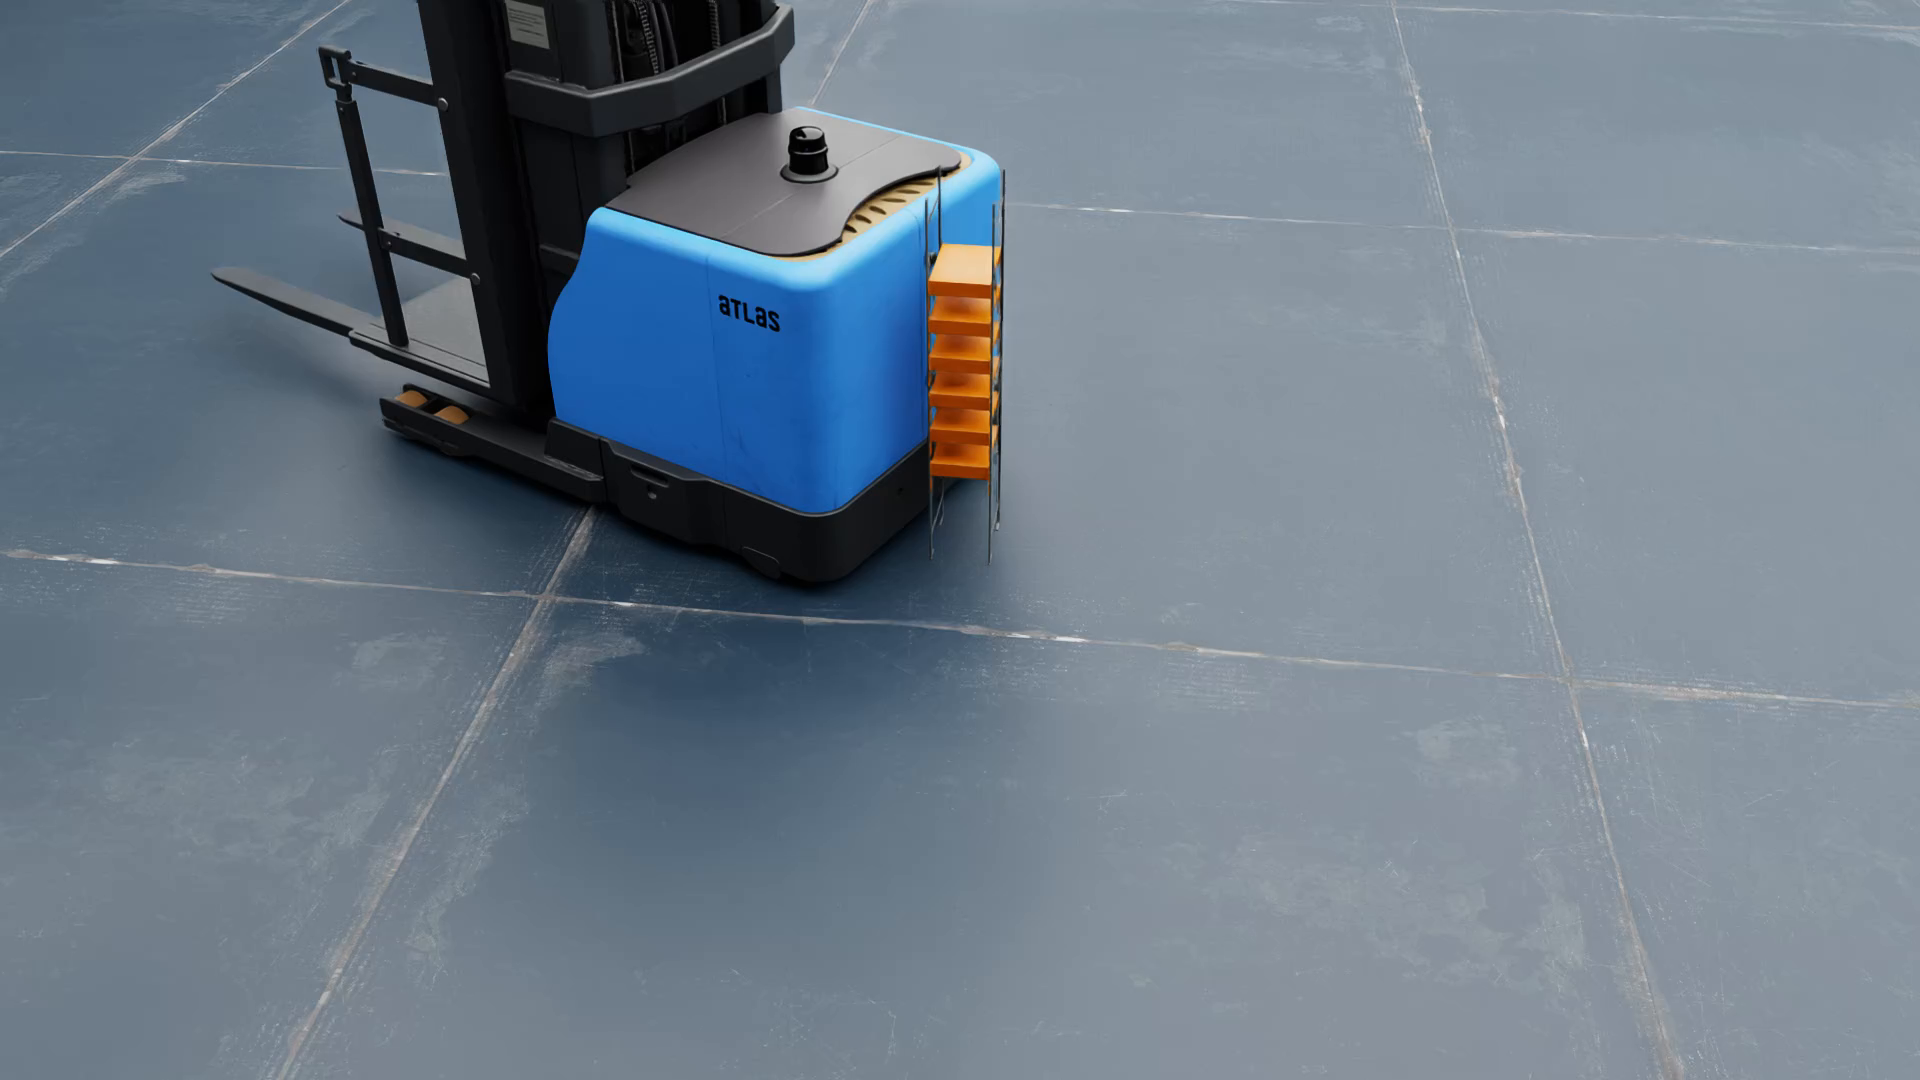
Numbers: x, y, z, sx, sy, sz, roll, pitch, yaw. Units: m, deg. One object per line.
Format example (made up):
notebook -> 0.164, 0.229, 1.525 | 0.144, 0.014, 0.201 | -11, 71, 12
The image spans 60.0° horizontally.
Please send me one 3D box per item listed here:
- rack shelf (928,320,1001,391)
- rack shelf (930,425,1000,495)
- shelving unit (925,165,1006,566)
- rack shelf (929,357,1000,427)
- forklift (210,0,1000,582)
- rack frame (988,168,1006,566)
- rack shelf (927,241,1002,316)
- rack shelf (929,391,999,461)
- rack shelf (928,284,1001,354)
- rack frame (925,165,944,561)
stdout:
rack shelf -> 0.017, -0.548, 4.854 | 0.180, 0.103, 0.258 | 5, 36, 7
rack shelf -> 0.017, -0.255, 5.063 | 0.180, 0.103, 0.258 | 5, 36, 7
shelving unit -> 0.017, -0.486, 4.898 | 0.189, 1.200, 0.258 | 5, 36, 7
rack shelf -> 0.017, -0.450, 4.924 | 0.180, 0.103, 0.258 | 5, 36, 7
forklift -> -1.381, -1.715, 5.129 | 3.031, 2.935, 1.130 | 20, 40, 26
rack frame -> 0.107, -0.478, 4.887 | 0.006, 1.200, 0.240 | 5, 36, 7
rack shelf -> 0.017, -0.743, 4.715 | 0.180, 0.103, 0.258 | 5, 36, 7
rack shelf -> 0.017, -0.352, 4.993 | 0.180, 0.103, 0.258 | 5, 36, 7
rack shelf -> 0.017, -0.646, 4.785 | 0.180, 0.103, 0.258 | 5, 36, 7
rack frame -> -0.074, -0.494, 4.909 | 0.006, 1.200, 0.240 | 5, 36, 7
